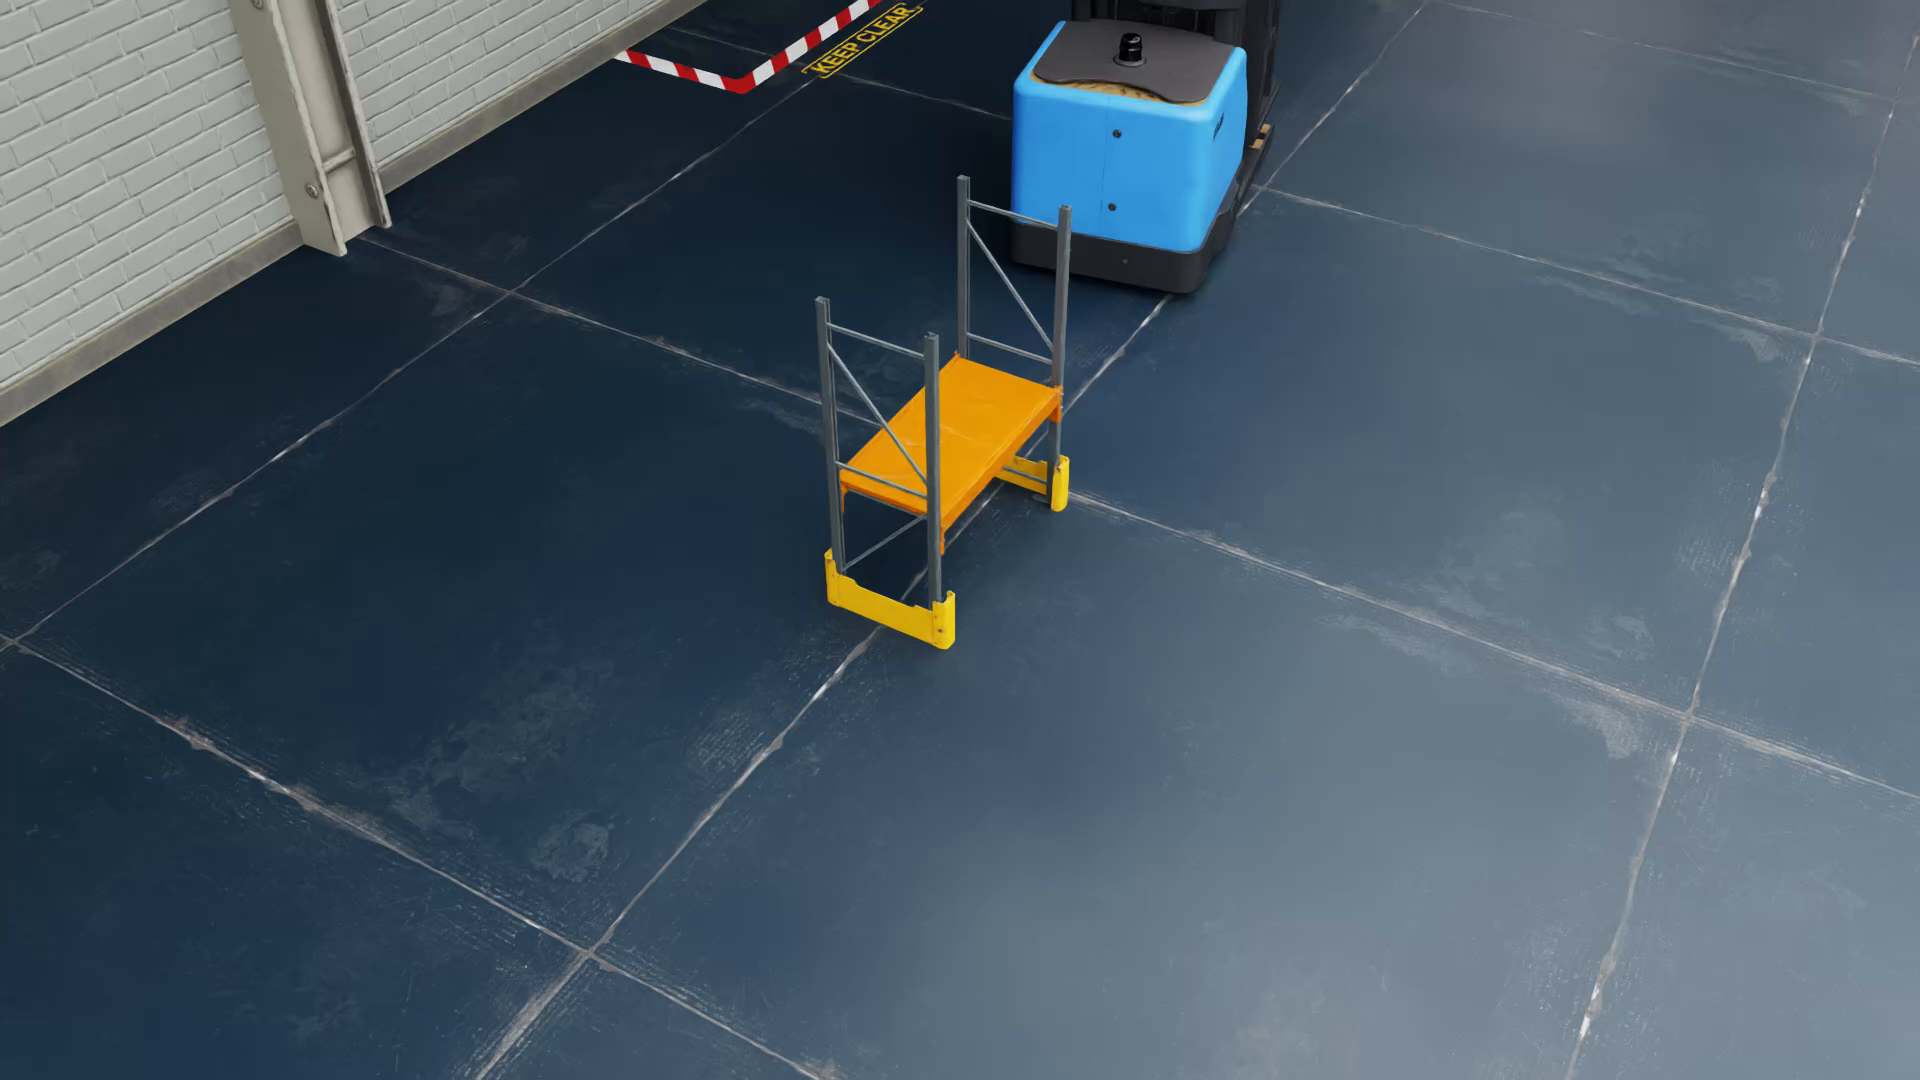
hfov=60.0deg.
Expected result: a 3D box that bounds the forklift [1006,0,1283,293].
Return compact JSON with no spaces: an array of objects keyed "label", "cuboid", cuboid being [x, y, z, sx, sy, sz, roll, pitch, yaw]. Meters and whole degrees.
[{"label":"forklift","cuboid":[1.224,-3.359,8.847,1.130,2.935,3.031,13,43,15]}]

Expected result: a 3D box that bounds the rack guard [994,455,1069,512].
[{"label":"rack guard","cuboid":[0.211,-0.335,7.441,0.587,0.250,0.087,21,45,22]}]

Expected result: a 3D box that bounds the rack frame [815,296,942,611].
[{"label":"rack frame","cuboid":[-0.297,-0.223,6.369,0.500,1.500,0.032,21,45,22]}]

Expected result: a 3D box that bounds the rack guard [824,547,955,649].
[{"label":"rack guard","cuboid":[-0.287,0.235,6.794,0.587,0.250,0.087,21,45,22]}]

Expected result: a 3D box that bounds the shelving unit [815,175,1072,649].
[{"label":"shelving unit","cuboid":[-0.038,-0.519,6.705,0.587,1.500,1.083,21,45,22]}]

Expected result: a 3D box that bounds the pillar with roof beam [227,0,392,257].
[{"label":"pillar with roof beam","cuboid":[0.345,-3.646,4.582,9.100,9.000,0.400,21,45,22]}]

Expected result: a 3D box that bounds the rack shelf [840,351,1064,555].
[{"label":"rack shelf","cuboid":[-0.043,-0.379,6.818,0.538,0.185,1.000,21,45,22]}]

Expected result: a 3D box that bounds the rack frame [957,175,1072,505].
[{"label":"rack frame","cuboid":[0.212,-0.805,7.029,0.500,1.500,0.032,21,45,22]}]
